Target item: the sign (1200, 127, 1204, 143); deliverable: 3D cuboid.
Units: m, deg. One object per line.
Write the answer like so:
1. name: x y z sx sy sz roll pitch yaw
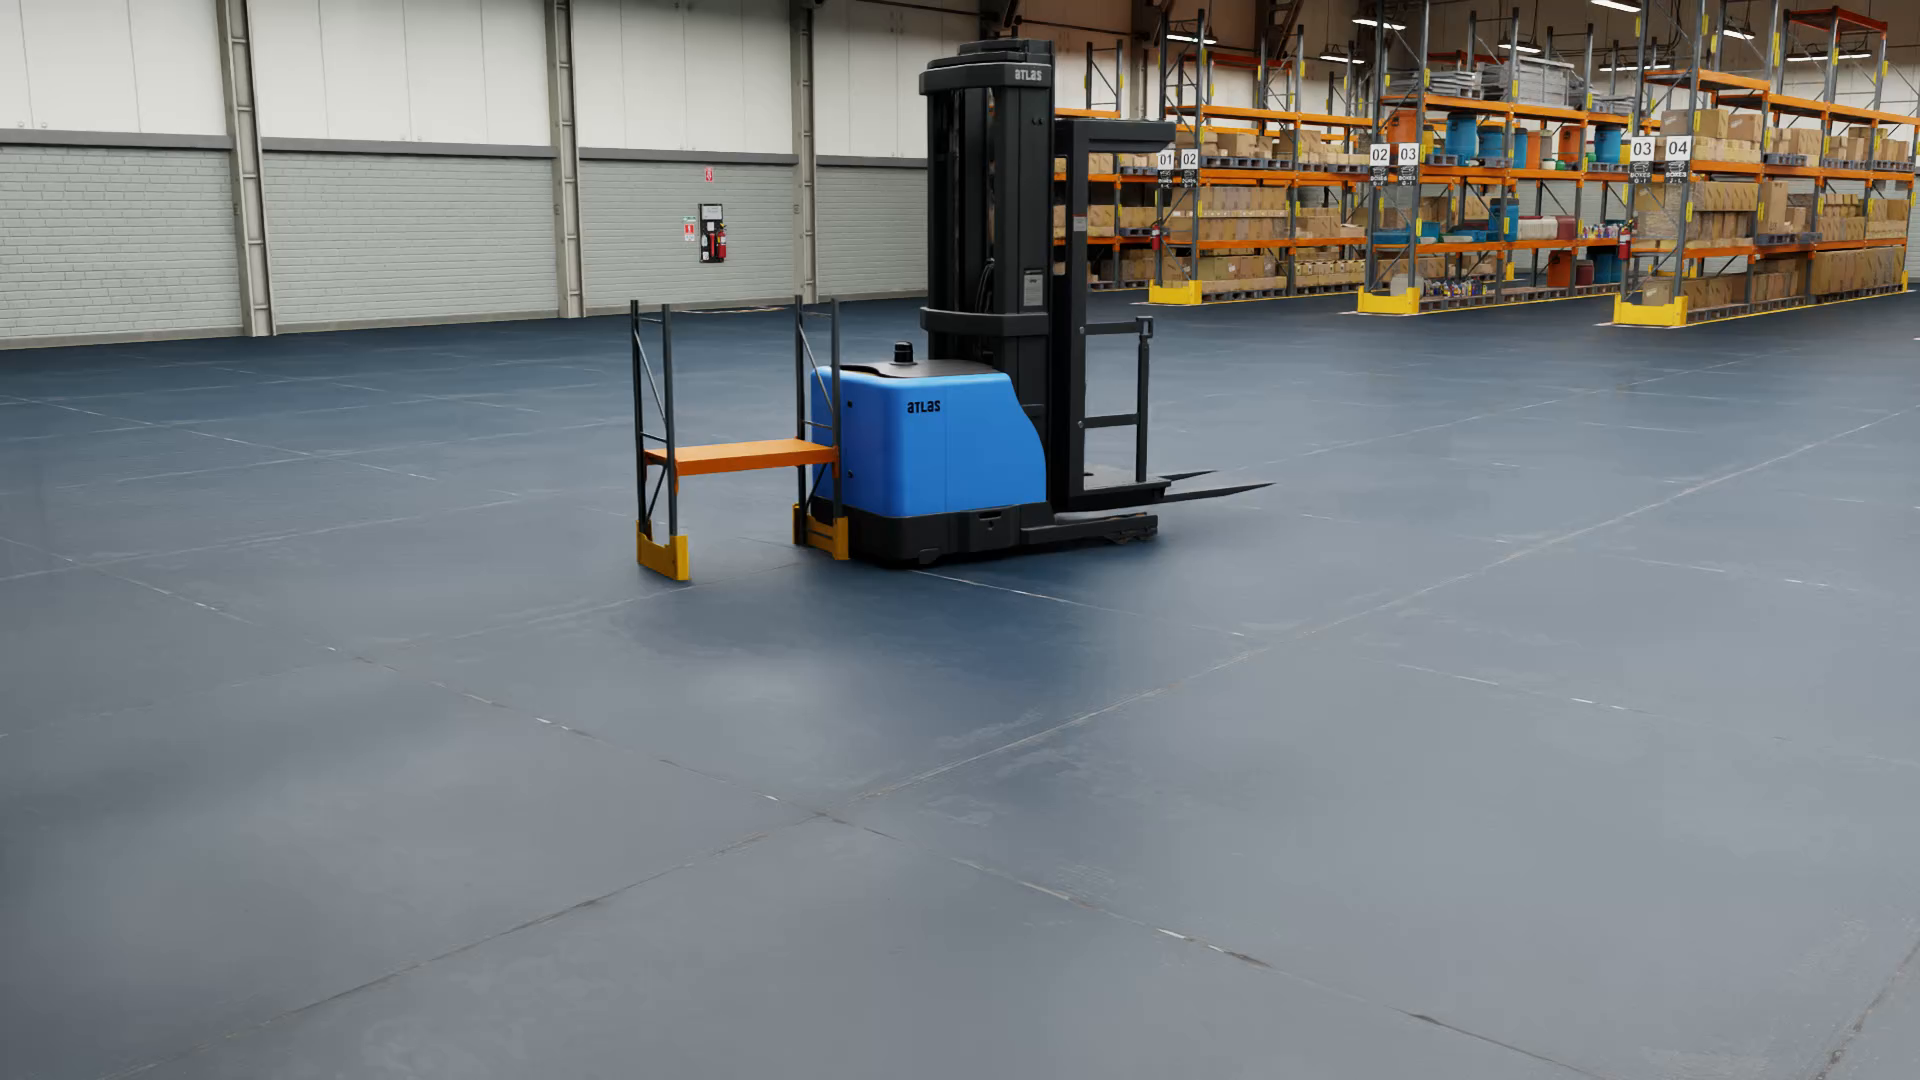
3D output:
1. sign: 5.021 -8.399 34.512 0.100 0.325 0.005 10 15 40

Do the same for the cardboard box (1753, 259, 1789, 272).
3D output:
1. cardboard box: 16.566 -5.605 33.958 0.500 0.250 0.500 -10 15 -41

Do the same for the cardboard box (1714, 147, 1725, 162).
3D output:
1. cardboard box: 13.225 -6.836 29.502 0.500 0.250 0.500 10 15 40

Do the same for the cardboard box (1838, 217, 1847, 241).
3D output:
1. cardboard box: 18.859 -6.740 36.040 0.500 0.500 0.500 10 15 41

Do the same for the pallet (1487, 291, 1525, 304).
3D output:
1. pallet: 11.456 -5.234 35.877 1.003 0.211 1.213 10 15 40

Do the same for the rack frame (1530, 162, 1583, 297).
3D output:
1. rack frame: 13.608 -7.069 37.947 1.000 3.000 0.127 10 15 40

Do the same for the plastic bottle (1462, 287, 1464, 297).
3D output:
1. plastic bottle: 10.251 -5.072 33.969 0.097 0.201 0.097 0 11 0

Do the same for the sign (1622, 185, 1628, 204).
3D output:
1. sign: 11.644 -6.049 29.077 0.100 0.325 0.005 10 15 40

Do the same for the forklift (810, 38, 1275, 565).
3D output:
1. forklift: 0.616 -1.492 10.198 3.031 2.935 1.130 -7 13 -31

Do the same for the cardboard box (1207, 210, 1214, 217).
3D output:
1. cardboard box: 5.201 -6.969 35.535 0.380 0.149 0.250 9 15 39

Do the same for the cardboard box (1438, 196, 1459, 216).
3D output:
1. cardboard box: 13.052 -8.871 44.159 0.500 0.500 0.500 10 15 42

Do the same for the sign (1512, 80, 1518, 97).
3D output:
1. sign: 11.373 -9.247 34.069 0.100 0.325 0.005 10 15 40

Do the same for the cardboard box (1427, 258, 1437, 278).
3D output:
1. cardboard box: 12.087 -7.107 43.396 0.500 0.500 0.500 10 15 41

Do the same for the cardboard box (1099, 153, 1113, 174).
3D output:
1. cardboard box: 3.376 -9.185 40.574 0.500 0.500 0.500 10 15 42

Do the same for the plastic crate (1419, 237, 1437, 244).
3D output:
1. plastic crate: 9.159 -5.853 32.530 0.298 0.136 0.250 10 15 40

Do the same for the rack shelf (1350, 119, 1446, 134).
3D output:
1. rack shelf: 11.210 -10.397 42.151 1.077 0.370 4.000 10 15 40

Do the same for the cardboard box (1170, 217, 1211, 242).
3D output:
1. cardboard box: 4.926 -6.649 35.589 0.700 0.500 0.500 10 15 40

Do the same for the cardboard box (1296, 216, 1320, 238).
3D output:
1. cardboard box: 8.116 -7.359 39.143 0.500 0.500 0.500 -11 16 -43

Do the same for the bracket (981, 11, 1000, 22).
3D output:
1. bracket: 0.690 -11.988 38.067 0.235 0.232 0.430 10 15 40

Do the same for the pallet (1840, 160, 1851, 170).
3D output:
1. pallet: 18.449 -8.074 35.799 1.003 0.211 1.213 11 16 43

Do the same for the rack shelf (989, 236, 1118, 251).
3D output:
1. rack shelf: 2.205 -7.115 40.010 1.077 0.370 4.000 10 15 40

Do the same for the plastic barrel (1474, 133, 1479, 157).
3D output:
1. plastic barrel: 10.535 -8.174 34.464 0.421 0.512 0.421 0 11 0

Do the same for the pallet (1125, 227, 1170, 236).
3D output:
1. pallet: 4.890 -7.960 42.894 1.003 0.211 1.213 10 15 40

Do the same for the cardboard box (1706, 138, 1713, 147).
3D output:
1. cardboard box: 12.954 -6.965 29.131 0.380 0.149 0.250 11 15 43

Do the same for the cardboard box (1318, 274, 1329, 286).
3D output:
1. cardboard box: 8.380 -6.158 39.333 0.500 0.250 0.500 9 15 39

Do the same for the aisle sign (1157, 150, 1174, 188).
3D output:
1. aisle sign: 4.344 -7.836 35.150 0.394 0.787 0.004 10 15 40

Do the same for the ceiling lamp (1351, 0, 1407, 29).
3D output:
1. ceiling lamp: 9.187 -12.556 35.199 0.800 3.185 2.000 10 15 40

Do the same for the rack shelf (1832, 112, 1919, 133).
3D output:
1. rack shelf: 21.289 -9.705 38.682 1.077 0.370 4.000 10 15 40

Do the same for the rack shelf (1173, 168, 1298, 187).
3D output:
1. rack shelf: 5.929 -7.946 36.513 1.077 0.370 4.000 10 15 40

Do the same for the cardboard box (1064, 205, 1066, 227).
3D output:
1. cardboard box: 2.437 -7.733 39.685 0.500 0.500 0.500 10 15 42

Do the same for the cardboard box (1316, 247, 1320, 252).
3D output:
1. cardboard box: 10.493 -8.642 49.476 0.380 0.149 0.250 10 15 41

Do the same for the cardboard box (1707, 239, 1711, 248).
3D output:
1. cardboard box: 13.235 -5.325 29.853 0.380 0.149 0.250 10 15 40

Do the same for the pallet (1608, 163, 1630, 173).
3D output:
1. pallet: 15.058 -8.741 39.140 1.003 0.211 1.213 10 15 40

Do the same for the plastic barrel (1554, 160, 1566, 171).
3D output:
1. plastic barrel: 13.483 -8.421 37.453 0.294 0.245 0.294 0 11 0

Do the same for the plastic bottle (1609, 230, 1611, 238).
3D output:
1. plastic bottle: 15.359 -7.258 39.399 0.097 0.201 0.097 0 11 0

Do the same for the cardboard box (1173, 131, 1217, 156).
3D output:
1. cardboard box: 4.991 -8.413 35.325 0.637 0.503 0.797 -11 16 -44

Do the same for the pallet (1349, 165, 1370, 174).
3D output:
1. pallet: 9.508 -8.977 40.323 1.213 0.211 1.003 11 16 43

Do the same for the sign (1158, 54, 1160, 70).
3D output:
1. sign: 4.210 -10.044 34.938 0.100 0.325 0.005 10 15 40

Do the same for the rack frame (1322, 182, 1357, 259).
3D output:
1. rack frame: 11.447 -9.527 50.253 1.000 3.000 0.127 10 15 40

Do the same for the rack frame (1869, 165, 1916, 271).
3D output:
1. rack frame: 22.609 -7.606 40.633 1.000 3.000 0.127 10 15 40

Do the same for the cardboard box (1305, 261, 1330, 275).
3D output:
1. cardboard box: 8.384 -6.432 39.273 0.500 0.311 0.500 9 14 38

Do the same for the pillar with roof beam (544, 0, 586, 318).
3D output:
1. pillar with roof beam: -3.990 -8.008 27.328 9.100 9.000 0.400 10 15 40

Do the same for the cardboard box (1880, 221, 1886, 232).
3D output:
1. cardboard box: 21.145 -7.274 38.597 0.500 0.250 0.500 10 15 42

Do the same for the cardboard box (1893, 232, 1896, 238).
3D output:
1. cardboard box: 21.948 -7.237 39.429 0.380 0.149 0.250 9 15 39

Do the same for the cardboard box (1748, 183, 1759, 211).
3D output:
1. cardboard box: 14.597 -6.424 31.147 0.500 0.500 0.500 10 15 40

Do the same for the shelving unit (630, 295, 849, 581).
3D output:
1. shelving unit: -1.250 -0.615 9.460 1.083 1.500 0.587 -7 13 -31

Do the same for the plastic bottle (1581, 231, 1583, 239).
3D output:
1. plastic bottle: 14.233 -7.042 38.136 0.097 0.271 0.097 0 11 0

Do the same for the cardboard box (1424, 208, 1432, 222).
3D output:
1. cardboard box: 12.049 -8.513 43.847 0.700 0.500 0.500 4 12 21

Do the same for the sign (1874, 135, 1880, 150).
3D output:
1. sign: 20.383 -8.827 36.968 0.100 0.325 0.005 10 15 40

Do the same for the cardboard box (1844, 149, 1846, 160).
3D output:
1. cardboard box: 19.177 -8.501 36.611 0.500 0.311 0.500 9 14 38
